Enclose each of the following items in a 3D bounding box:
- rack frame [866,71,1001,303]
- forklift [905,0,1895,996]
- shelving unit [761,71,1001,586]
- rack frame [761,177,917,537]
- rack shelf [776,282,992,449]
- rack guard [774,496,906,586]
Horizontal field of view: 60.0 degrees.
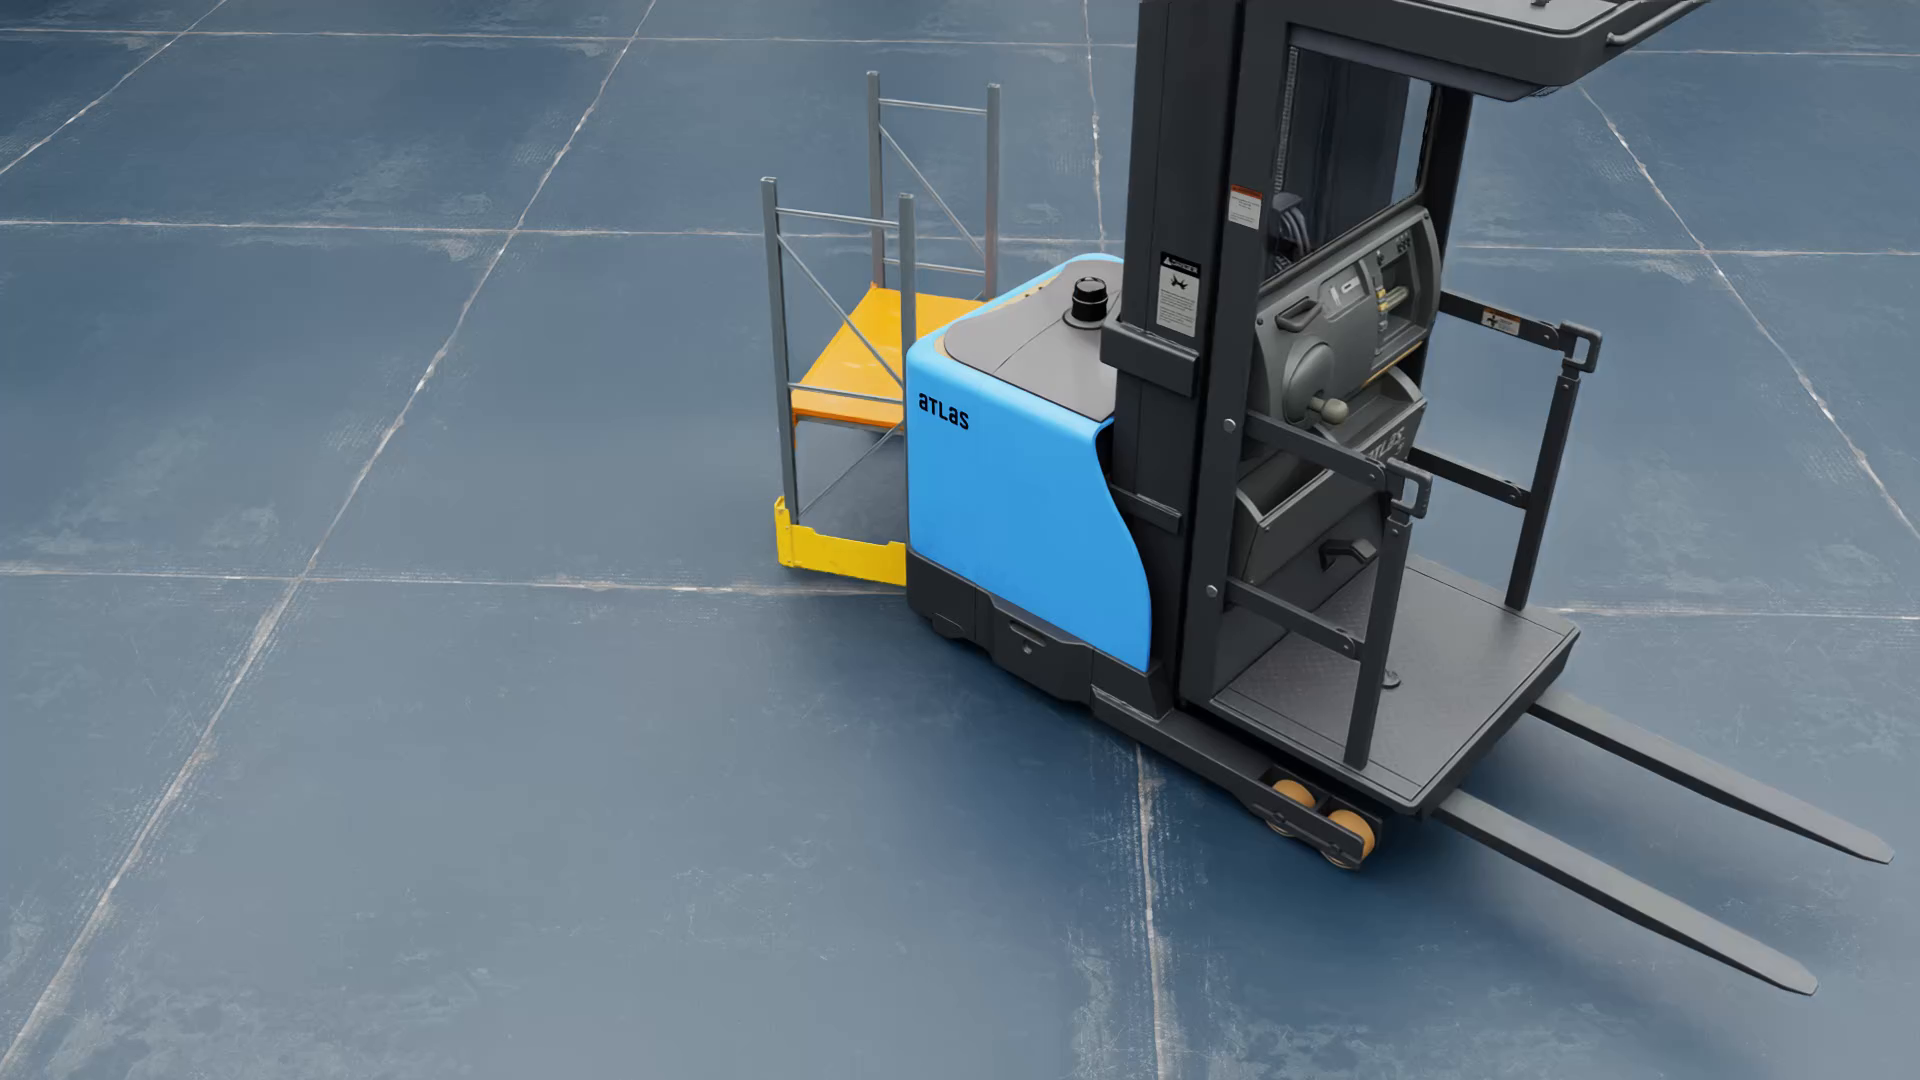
[{"bbox_3d":[-0.098,-1.053,6.444,0.500,1.500,0.032,10,36,13],"label":"rack frame"},{"bbox_3d":[1.249,-0.582,4.529,3.031,2.935,1.130,27,43,33],"label":"forklift"},{"bbox_3d":[-0.240,-0.777,6.052,0.587,1.500,1.083,10,36,13],"label":"shelving unit"},{"bbox_3d":[-0.386,-0.492,5.646,0.500,1.500,0.032,10,36,13],"label":"rack frame"},{"bbox_3d":[-0.242,-0.625,6.148,0.538,0.185,1.000,10,36,13],"label":"rack shelf"},{"bbox_3d":[-0.381,0.009,6.020,0.587,0.250,0.087,10,36,13],"label":"rack guard"}]
